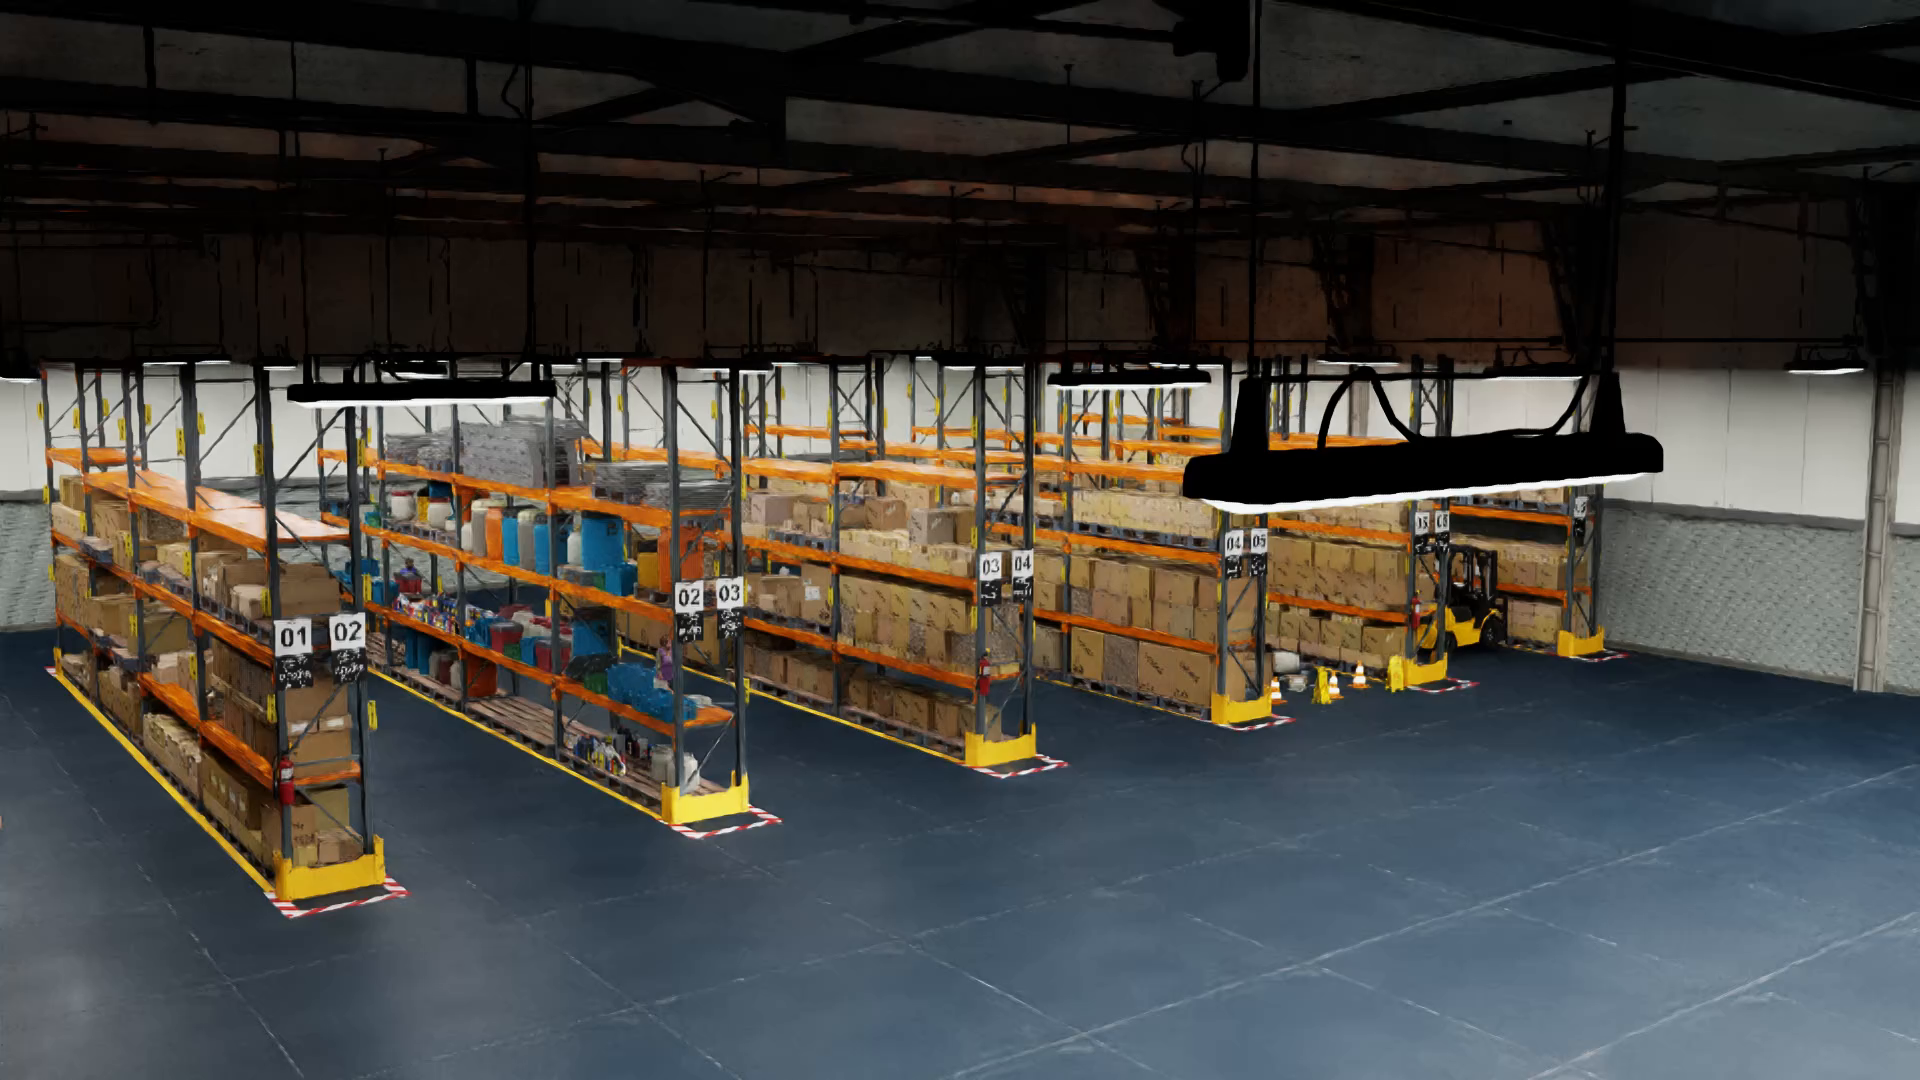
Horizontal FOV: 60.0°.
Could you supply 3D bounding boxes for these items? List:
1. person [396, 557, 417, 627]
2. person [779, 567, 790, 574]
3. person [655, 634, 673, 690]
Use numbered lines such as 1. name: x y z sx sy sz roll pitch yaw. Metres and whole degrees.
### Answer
1. person: -12.074 1.153 36.477 0.997 1.587 0.443 7 10 45
2. person: -3.502 1.413 33.467 0.611 1.782 0.450 3 7 23
3. person: -4.864 2.334 27.356 1.016 1.412 0.440 7 9 43
